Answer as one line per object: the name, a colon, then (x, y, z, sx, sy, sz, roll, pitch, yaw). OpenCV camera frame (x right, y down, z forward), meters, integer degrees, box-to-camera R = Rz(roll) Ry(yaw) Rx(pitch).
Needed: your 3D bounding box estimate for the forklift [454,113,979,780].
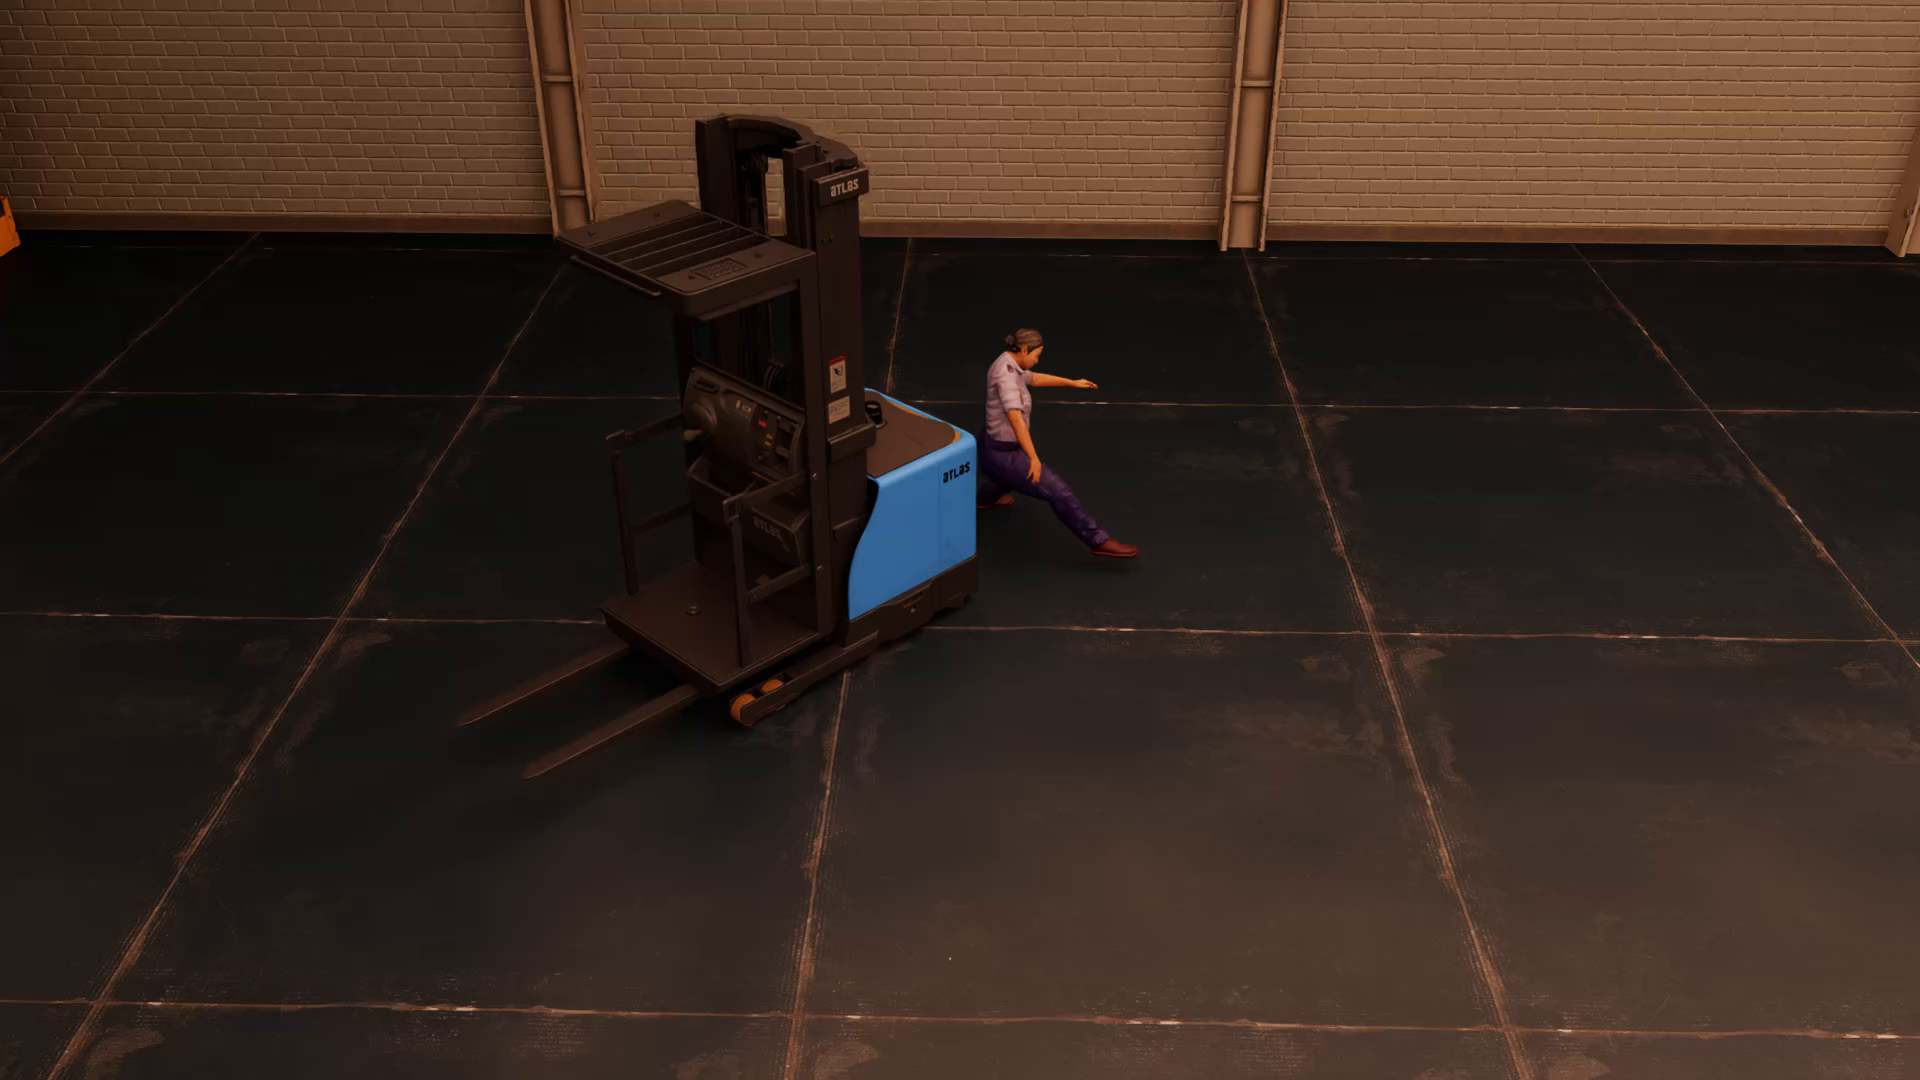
forklift: (-1.286, -0.571, 8.583, 1.130, 2.935, 3.031, 27, 40, 37)

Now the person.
person: (0.584, -0.622, 10.218, 1.038, 1.400, 0.942, 1, 31, 1)
